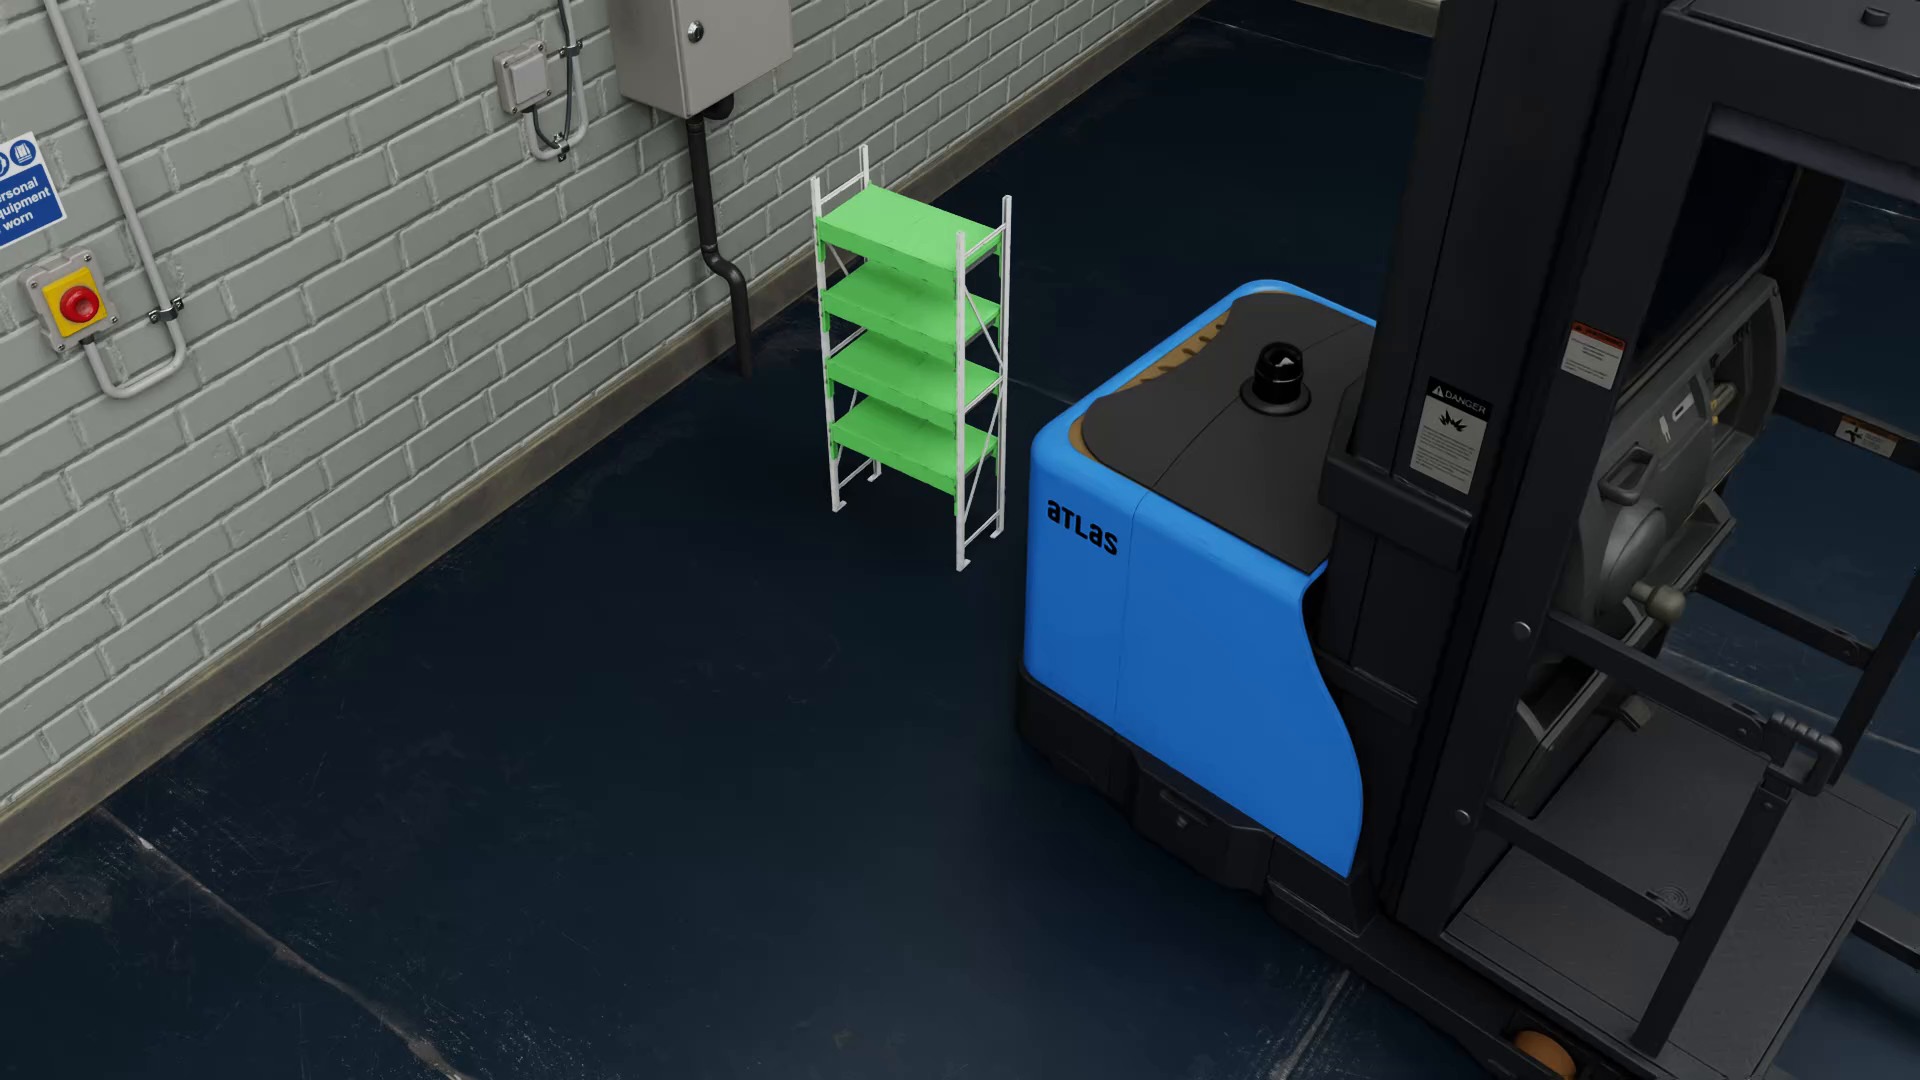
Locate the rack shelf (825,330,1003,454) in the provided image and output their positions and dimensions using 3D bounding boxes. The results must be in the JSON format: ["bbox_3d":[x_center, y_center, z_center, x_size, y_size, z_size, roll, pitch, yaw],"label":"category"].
[{"bbox_3d":[-0.136,-0.463,4.963,0.480,0.148,0.258,25,48,25],"label":"rack shelf"}]

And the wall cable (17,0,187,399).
[{"bbox_3d":[-2.045,-1.016,3.351,0.123,1.953,0.585,25,48,25],"label":"wall cable"}]

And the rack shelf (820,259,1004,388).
[{"bbox_3d":[-0.136,-0.642,4.803,0.480,0.148,0.258,25,48,25],"label":"rack shelf"}]

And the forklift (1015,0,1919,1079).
[{"bbox_3d":[1.584,-0.117,3.183,3.031,2.935,1.130,31,50,30],"label":"forklift"}]

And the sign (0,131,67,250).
[{"bbox_3d":[-2.123,-0.724,3.607,0.001,0.218,0.327,25,48,25],"label":"sign"}]

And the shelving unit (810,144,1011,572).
[{"bbox_3d":[-0.136,-0.511,4.921,0.503,1.200,0.258,25,48,25],"label":"shelving unit"}]

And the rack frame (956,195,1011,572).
[{"bbox_3d":[0.064,-0.417,4.816,0.015,1.200,0.240,25,48,25],"label":"rack frame"}]

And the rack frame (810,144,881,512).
[{"bbox_3d":[-0.335,-0.604,5.025,0.015,1.200,0.240,25,48,25],"label":"rack frame"}]

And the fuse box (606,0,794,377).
[{"bbox_3d":[-0.719,-1.237,5.349,0.414,1.711,0.539,25,48,25],"label":"fuse box"}]

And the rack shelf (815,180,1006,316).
[{"bbox_3d":[-0.136,-0.821,4.643,0.480,0.148,0.258,25,48,25],"label":"rack shelf"}]

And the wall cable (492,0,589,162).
[{"bbox_3d":[-1.240,-1.784,4.232,0.122,1.984,0.588,25,48,25],"label":"wall cable"}]

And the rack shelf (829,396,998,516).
[{"bbox_3d":[-0.136,-0.284,5.123,0.480,0.148,0.258,25,48,25],"label":"rack shelf"}]
